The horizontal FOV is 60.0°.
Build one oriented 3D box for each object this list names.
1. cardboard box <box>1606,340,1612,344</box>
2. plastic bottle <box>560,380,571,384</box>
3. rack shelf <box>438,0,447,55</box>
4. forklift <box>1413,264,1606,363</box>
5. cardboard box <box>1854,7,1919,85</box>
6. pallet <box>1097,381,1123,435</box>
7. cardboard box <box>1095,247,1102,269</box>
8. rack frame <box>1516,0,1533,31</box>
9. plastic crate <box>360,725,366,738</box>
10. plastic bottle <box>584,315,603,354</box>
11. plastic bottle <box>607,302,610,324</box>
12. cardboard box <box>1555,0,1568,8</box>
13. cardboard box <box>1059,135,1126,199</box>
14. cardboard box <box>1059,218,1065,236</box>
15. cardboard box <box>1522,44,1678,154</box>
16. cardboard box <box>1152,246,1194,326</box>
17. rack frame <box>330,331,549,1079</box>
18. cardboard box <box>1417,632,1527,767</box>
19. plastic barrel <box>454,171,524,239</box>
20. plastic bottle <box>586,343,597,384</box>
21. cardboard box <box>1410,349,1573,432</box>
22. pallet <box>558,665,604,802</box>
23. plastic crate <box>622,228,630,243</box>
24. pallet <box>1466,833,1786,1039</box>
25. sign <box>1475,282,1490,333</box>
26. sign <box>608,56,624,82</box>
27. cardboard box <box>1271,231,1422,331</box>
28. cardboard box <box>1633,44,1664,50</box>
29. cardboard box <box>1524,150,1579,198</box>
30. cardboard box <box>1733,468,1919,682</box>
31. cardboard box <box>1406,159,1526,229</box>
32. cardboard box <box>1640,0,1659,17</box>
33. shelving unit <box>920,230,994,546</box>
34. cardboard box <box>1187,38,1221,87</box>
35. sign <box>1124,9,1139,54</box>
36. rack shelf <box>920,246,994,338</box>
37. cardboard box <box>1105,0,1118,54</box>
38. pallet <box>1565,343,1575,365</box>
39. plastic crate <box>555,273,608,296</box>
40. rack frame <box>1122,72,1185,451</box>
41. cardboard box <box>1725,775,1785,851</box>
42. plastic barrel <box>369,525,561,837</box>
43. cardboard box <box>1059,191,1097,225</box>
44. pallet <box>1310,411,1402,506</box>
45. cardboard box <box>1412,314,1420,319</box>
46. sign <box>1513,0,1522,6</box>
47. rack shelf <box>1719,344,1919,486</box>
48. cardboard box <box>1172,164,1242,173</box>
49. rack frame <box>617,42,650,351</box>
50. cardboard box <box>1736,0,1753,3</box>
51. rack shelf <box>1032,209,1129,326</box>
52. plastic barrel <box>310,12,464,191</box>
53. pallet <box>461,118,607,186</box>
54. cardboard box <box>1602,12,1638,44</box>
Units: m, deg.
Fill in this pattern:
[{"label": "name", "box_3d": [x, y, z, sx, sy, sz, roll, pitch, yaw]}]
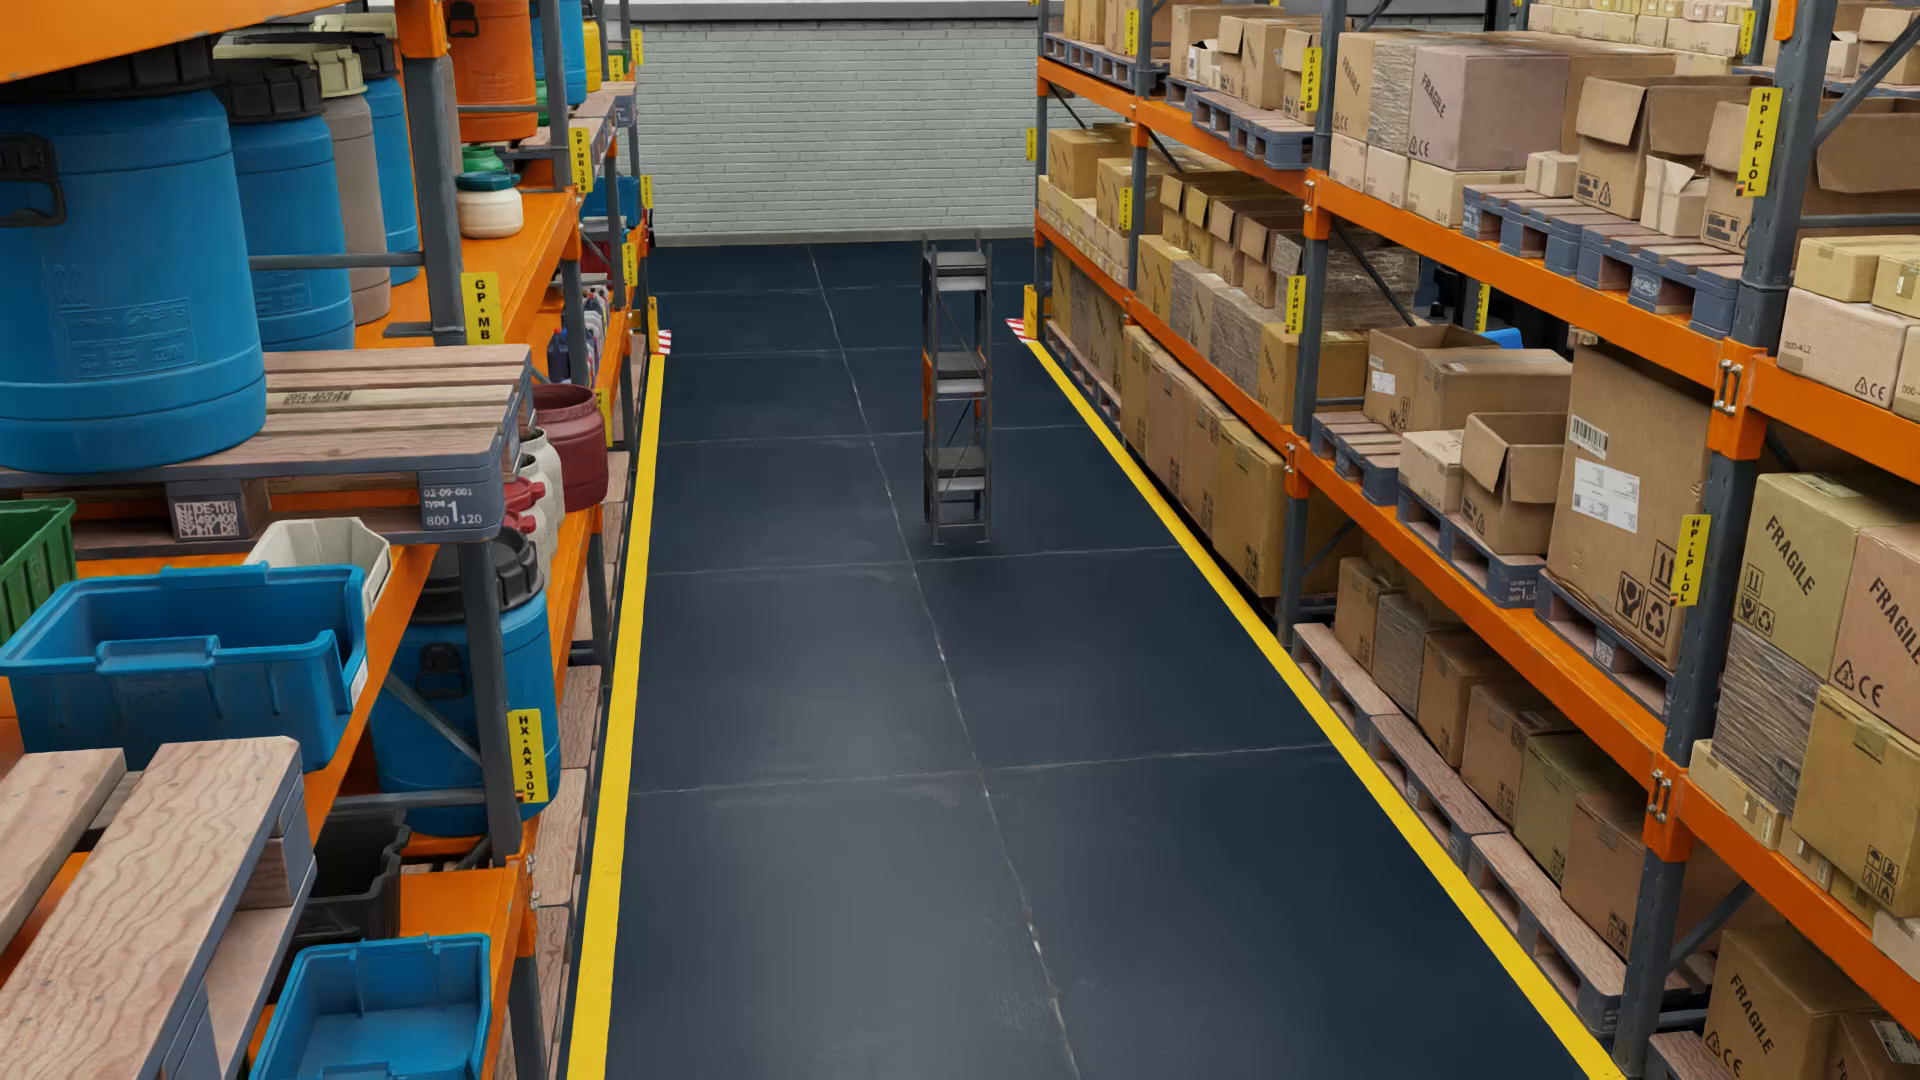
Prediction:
[{"label": "cardboard box", "box_3d": [6.289, -1.953, 15.708, 0.380, 0.149, 0.250, -4, 21, -10]}, {"label": "plastic bottle", "box_3d": [-2.286, -0.820, 9.803, 0.152, 0.276, 0.135, -3, 21, -8]}, {"label": "rack shelf", "box_3d": [-2.189, -2.146, 6.199, 1.077, 0.370, 4.000, -3, 21, -8]}, {"label": "forklift", "box_3d": [4.793, -2.309, 13.710, 3.031, 2.935, 1.130, -11, 23, -27]}, {"label": "cardboard box", "box_3d": [6.863, -3.511, 11.794, 0.797, 0.503, 0.637, -3, 21, -8]}, {"label": "pallet", "box_3d": [1.815, -1.148, 14.487, 1.003, 0.211, 1.213, -3, 21, -8]}, {"label": "cardboard box", "box_3d": [1.368, -2.425, 14.281, 0.380, 0.149, 0.250, -3, 21, -7]}, {"label": "rack frame", "box_3d": [6.194, -6.597, 16.518, 1.000, 3.000, 0.127, -3, 21, -8]}, {"label": "plastic crate", "box_3d": [-2.367, 0.474, 6.182, 0.392, 0.384, 0.575, -3, 21, -8]}, {"label": "plastic bottle", "box_3d": [-2.532, -1.411, 11.384, 0.152, 0.276, 0.135, -3, 21, -8]}, {"label": "plastic bottle", "box_3d": [-2.633, -1.685, 12.224, 0.097, 0.201, 0.097, 0, 20, 0]}, {"label": "cardboard box", "box_3d": [6.001, -5.232, 16.081, 0.380, 0.149, 0.250, -3, 21, -8]}, {"label": "cardboard box", "box_3d": [1.226, -3.460, 15.411, 0.500, 0.500, 0.500, -3, 21, -9]}, {"label": "cardboard box", "box_3d": [1.146, -2.959, 15.710, 0.380, 0.149, 0.250, -3, 21, -9]}, {"label": "cardboard box", "box_3d": [2.881, -1.986, 7.603, 0.500, 0.500, 0.500, -3, 21, -7]}, {"label": "cardboard box", "box_3d": [1.740, -1.888, 12.340, 0.500, 0.500, 0.500, -3, 21, -8]}, {"label": "rack frame", "box_3d": [-1.900, 0.833, 5.199, 1.000, 3.000, 0.127, -3, 21, -8]}, {"label": "cardboard box", "box_3d": [2.722, 0.781, 8.281, 0.700, 0.500, 0.500, -1, 21, -3]}, {"label": "plastic barrel", "box_3d": [-2.063, -1.464, 7.259, 0.301, 0.262, 0.301, 0, 20, 0]}, {"label": "plastic bottle", "box_3d": [-2.419, -1.140, 10.659, 0.152, 0.276, 0.135, -3, 21, -8]}, {"label": "cardboard box", "box_3d": [2.721, -0.672, 8.486, 0.700, 0.500, 0.500, 0, 20, 0]}, {"label": "pallet", "box_3d": [-2.404, 1.024, 8.672, 1.003, 0.211, 1.213, -3, 21, -8]}, {"label": "plastic crate", "box_3d": [-3.081, -2.573, 14.473, 0.416, 0.233, 0.300, -3, 21, -8]}, {"label": "pallet", "box_3d": [2.887, 1.620, 7.077, 1.003, 0.211, 1.213, -3, 21, -8]}, {"label": "sign", "box_3d": [2.960, -1.338, 9.469, 0.100, 0.325, 0.005, -3, 21, -8]}, {"label": "sign", "box_3d": [-2.509, -3.373, 12.161, 0.100, 0.325, 0.005, -3, 21, -8]}, {"label": "cardboard box", "box_3d": [2.335, -1.573, 10.063, 0.797, 0.503, 0.637, -2, 21, -6]}, {"label": "cardboard box", "box_3d": [6.298, -4.242, 14.715, 0.500, 0.250, 0.500, -3, 21, -8]}, {"label": "cardboard box", "box_3d": [2.632, -1.554, 7.035, 0.380, 0.166, 0.250, -3, 21, -9]}, {"label": "cardboard box", "box_3d": [2.814, 0.097, 5.172, 0.500, 0.500, 0.500, -3, 21, -8]}, {"label": "cardboard box", "box_3d": [2.397, -1.606, 7.656, 0.500, 0.250, 0.500, -2, 21, -7]}, {"label": "cardboard box", "box_3d": [6.243, -4.699, 14.653, 0.380, 0.149, 0.250, -3, 21, -8]}, {"label": "shelving unit", "box_3d": [-0.024, -1.041, 11.502, 0.431, 2.100, 0.503, -3, 21, -8]}, {"label": "cardboard box", "box_3d": [1.917, -3.363, 11.672, 0.500, 0.311, 0.500, -4, 21, -10]}, {"label": "sign", "box_3d": [1.299, -3.843, 12.578, 0.100, 0.325, 0.005, -3, 21, -8]}, {"label": "rack shelf", "box_3d": [-0.024, -1.684, 11.262, 0.431, 0.518, 0.480, -3, 21, -8]}, {"label": "cardboard box", "box_3d": [1.602, -4.337, 13.867, 0.700, 0.500, 0.500, -2, 21, -5]}, {"label": "pallet", "box_3d": [6.459, -1.750, 16.099, 1.003, 0.211, 1.213, -3, 21, -8]}, {"label": "plastic crate", "box_3d": [-2.979, -2.010, 13.102, 0.396, 0.136, 0.243, -3, 21, -8]}, {"label": "rack frame", "box_3d": [1.848, -2.187, 13.284, 1.000, 3.000, 0.127, -3, 21, -8]}, {"label": "cardboard box", "box_3d": [2.757, 0.878, 5.438, 0.380, 0.149, 0.250, -3, 21, -8]}, {"label": "plastic barrel", "box_3d": [-1.656, 0.449, 5.510, 0.600, 0.901, 0.708, -3, 21, -8]}, {"label": "cardboard box", "box_3d": [1.223, -3.107, 15.538, 0.500, 0.250, 0.500, -4, 21, -10]}, {"label": "pallet", "box_3d": [2.632, -0.471, 8.963, 1.213, 0.211, 1.003, -3, 21, -8]}, {"label": "cardboard box", "box_3d": [2.547, -1.209, 10.524, 0.500, 0.500, 0.500, -3, 21, -9]}, {"label": "sign", "box_3d": [5.657, -5.574, 16.817, 0.100, 0.325, 0.005, -3, 21, -8]}, {"label": "rack shelf", "box_3d": [3.289, 0.207, 3.615, 1.077, 0.370, 4.000, -3, 21, -8]}, {"label": "cardboard box", "box_3d": [2.032, -2.786, 13.605, 0.500, 0.500, 0.500, -3, 21, -8]}, {"label": "rack frame", "box_3d": [-3.630, -3.322, 16.323, 1.000, 3.000, 0.127, -3, 21, -8]}, {"label": "cardboard box", "box_3d": [6.877, -4.543, 14.236, 0.380, 0.149, 0.250, -4, 21, -9]}, {"label": "rack shelf", "box_3d": [1.559, -2.542, 15.264, 1.077, 0.370, 4.000, -3, 21, -8]}, {"label": "plastic barrel", "box_3d": [-2.573, -1.897, 7.504, 0.600, 0.901, 0.600, 0, 20, 0]}, {"label": "pallet", "box_3d": [-2.491, -2.139, 9.138, 1.003, 0.211, 1.213, -3, 21, -8]}, {"label": "cardboard box", "box_3d": [6.212, -4.660, 15.118, 0.500, 0.250, 0.500, -4, 21, -10]}]
